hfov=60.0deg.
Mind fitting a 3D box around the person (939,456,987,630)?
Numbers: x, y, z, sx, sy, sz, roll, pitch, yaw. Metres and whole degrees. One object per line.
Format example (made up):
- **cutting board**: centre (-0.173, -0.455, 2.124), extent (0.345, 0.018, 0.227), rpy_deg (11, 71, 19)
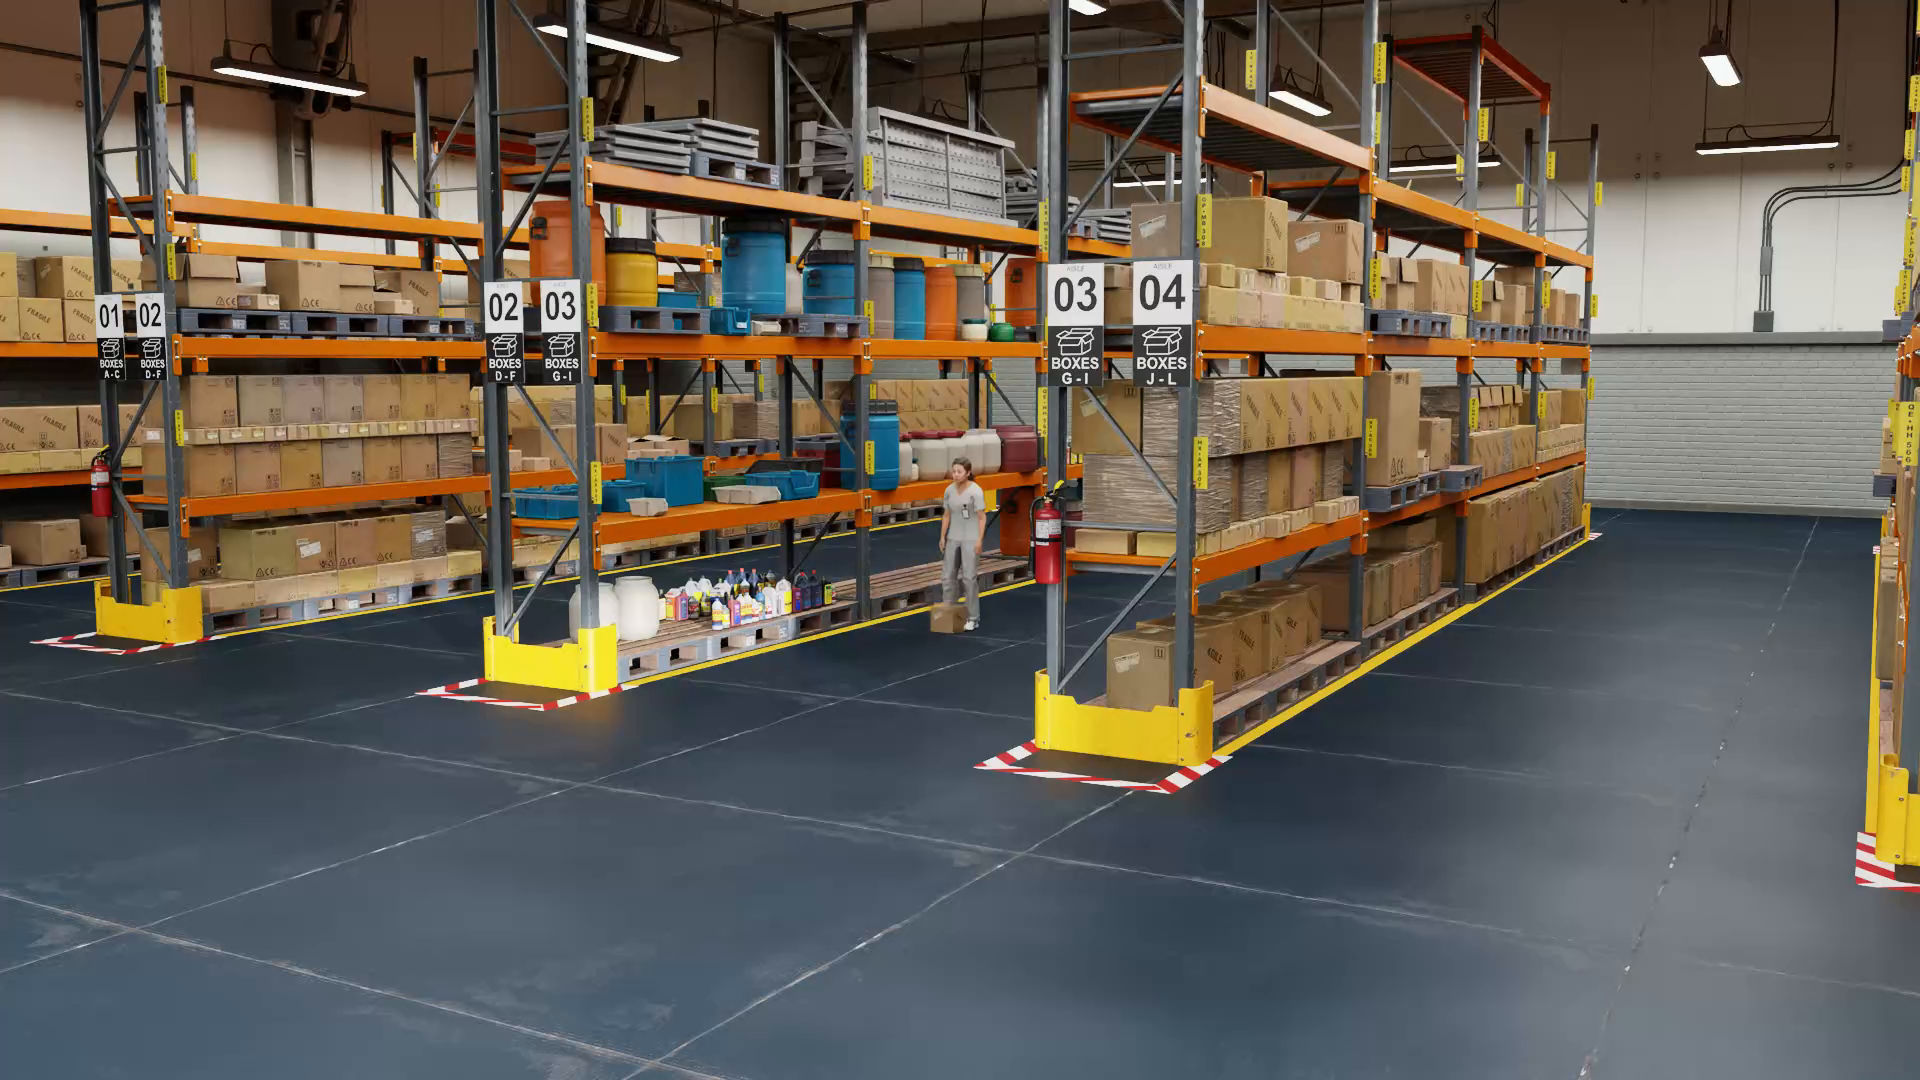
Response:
- **person**: centre (0.018, 0.024, 16.104), extent (0.491, 1.672, 0.364), rpy_deg (4, 7, 31)
